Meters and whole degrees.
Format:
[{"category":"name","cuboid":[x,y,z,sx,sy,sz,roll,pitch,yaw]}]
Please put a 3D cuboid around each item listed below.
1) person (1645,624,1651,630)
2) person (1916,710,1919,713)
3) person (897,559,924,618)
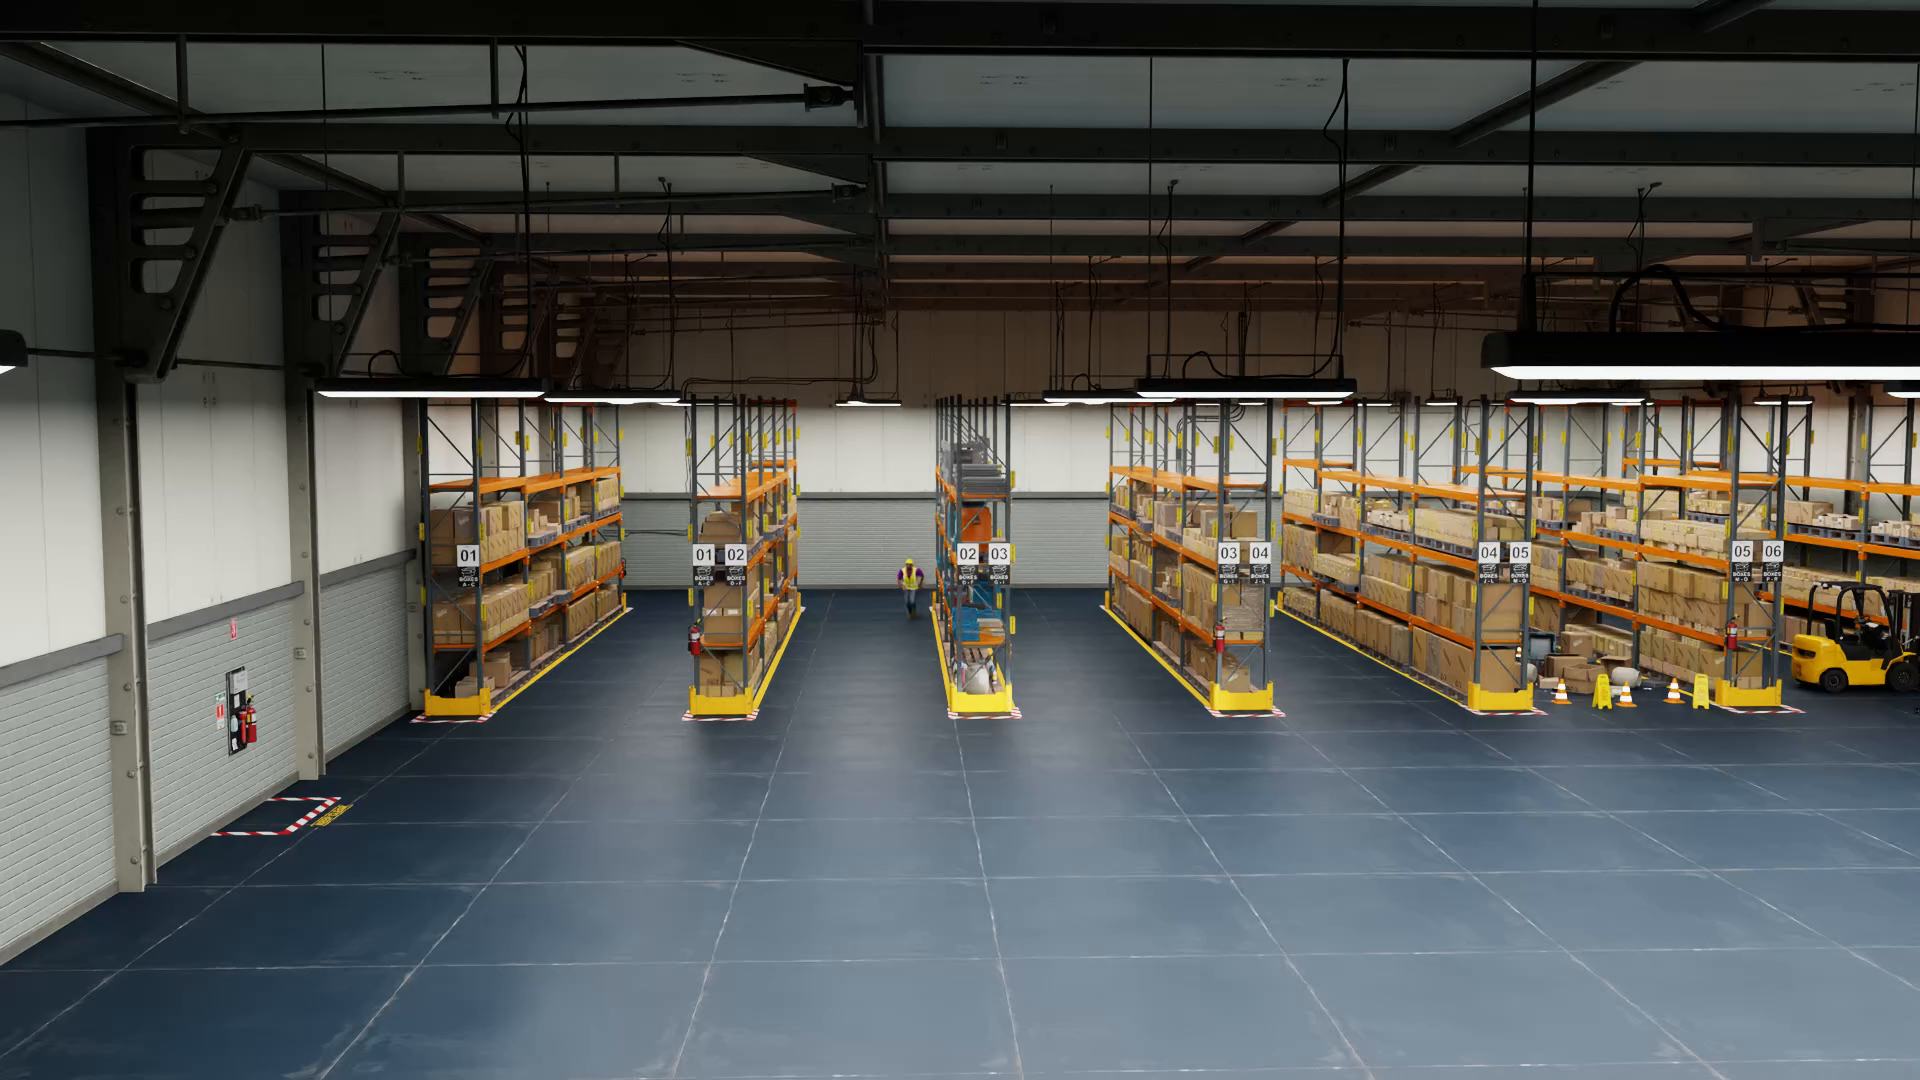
[{"category":"person","cuboid":[16.657,1.810,39.806,0.483,1.579,0.534,-2,5,-25]},{"category":"person","cuboid":[18.364,2.447,31.274,0.916,1.606,0.494,-1,5,-10]},{"category":"person","cuboid":[-1.348,1.326,45.317,0.718,1.667,0.694,1,5,10]}]
